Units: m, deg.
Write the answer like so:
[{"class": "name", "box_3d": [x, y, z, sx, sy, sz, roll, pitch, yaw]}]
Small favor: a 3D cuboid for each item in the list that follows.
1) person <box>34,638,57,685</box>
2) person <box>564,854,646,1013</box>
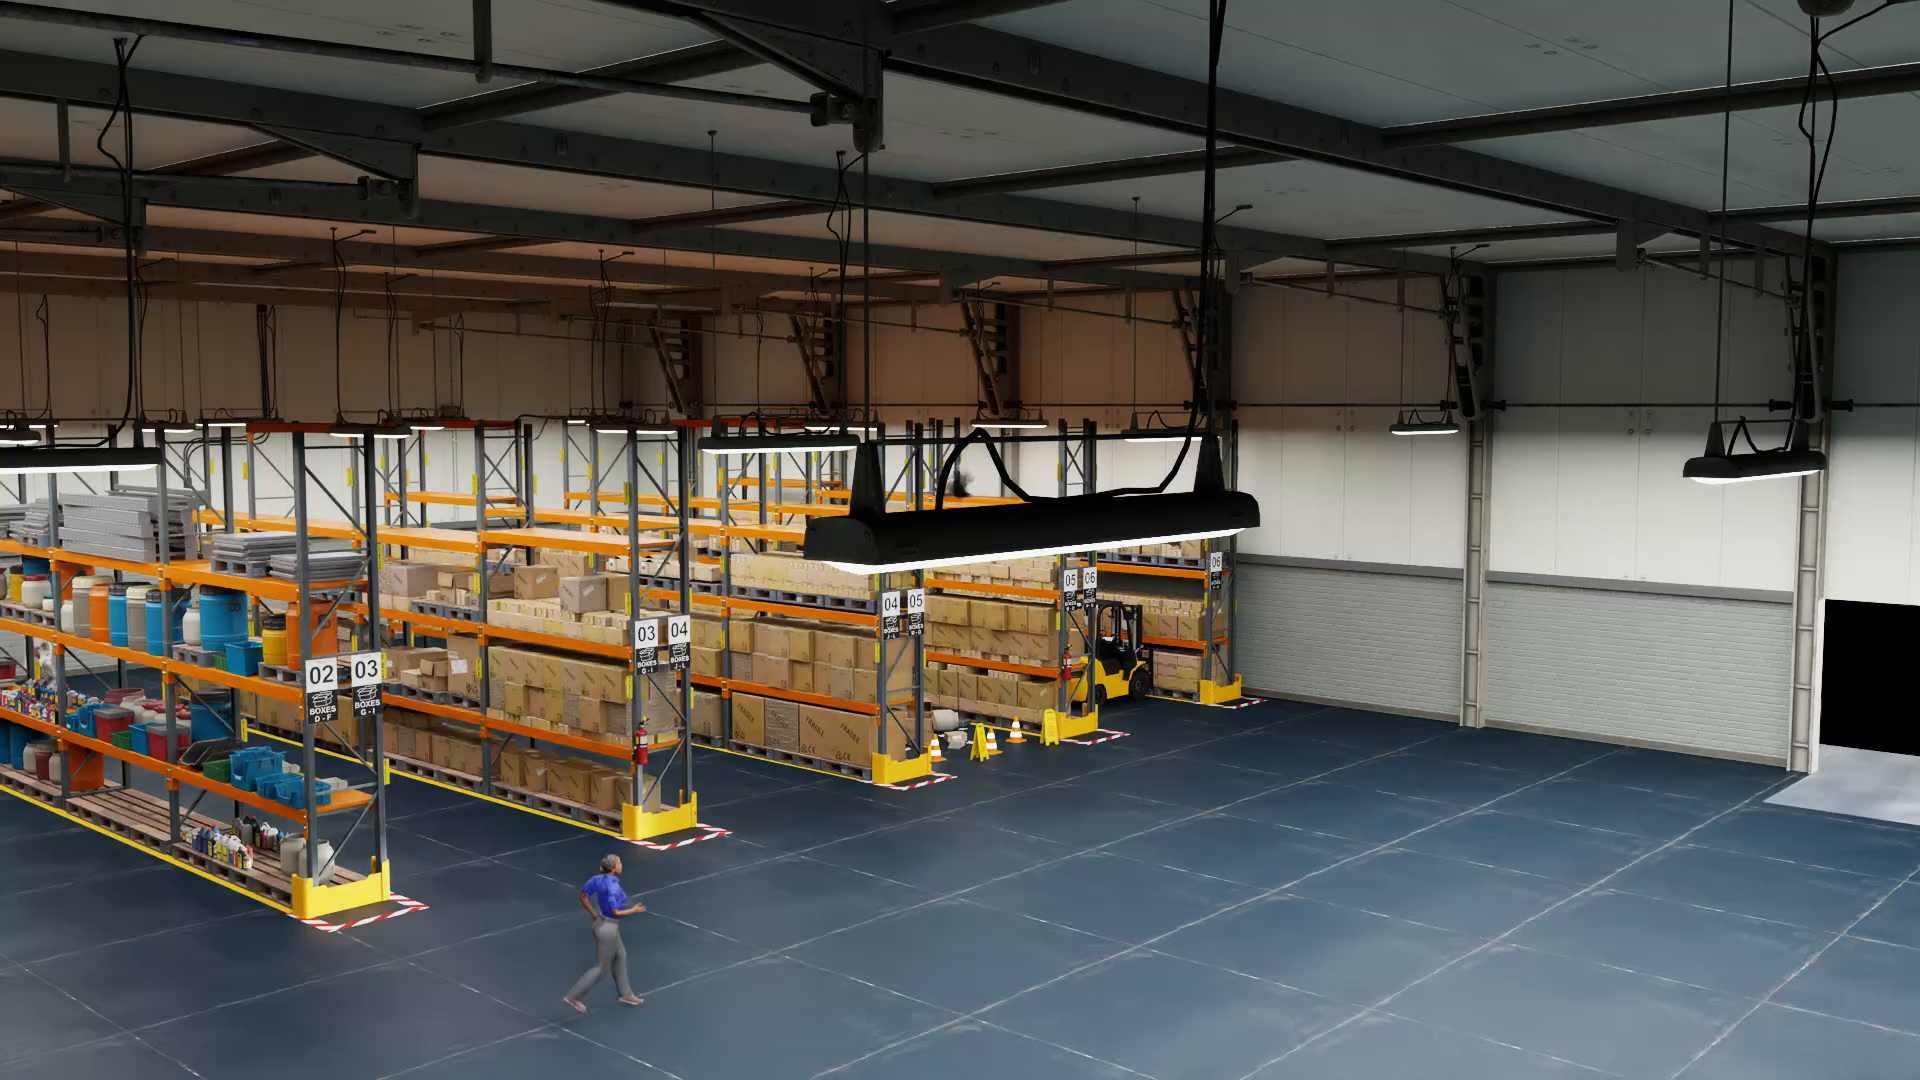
[{"class": "person", "box_3d": [-19.132, 2.606, 34.783, 0.660, 1.732, 0.676, -4, 6, -41]}, {"class": "person", "box_3d": [-3.707, 4.096, 17.267, 0.895, 1.676, 0.552, -3, 5, -30]}]
